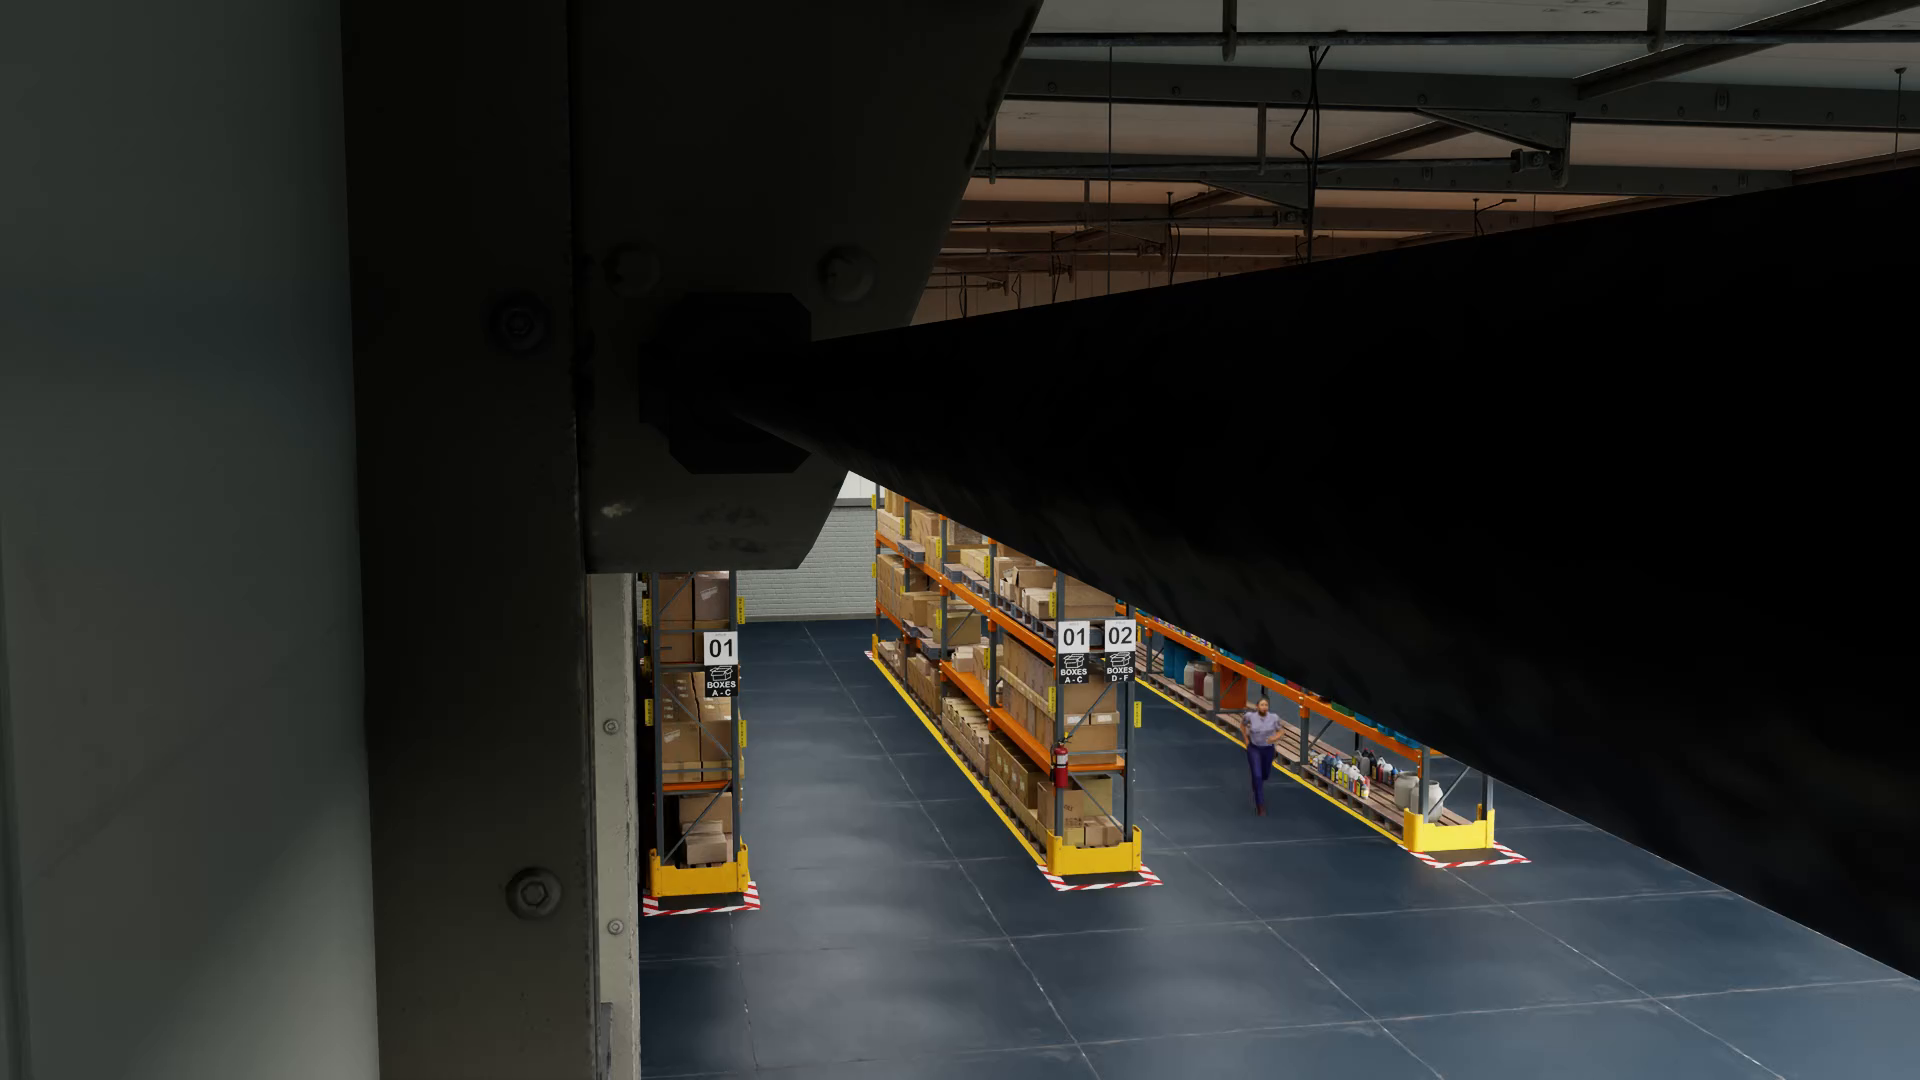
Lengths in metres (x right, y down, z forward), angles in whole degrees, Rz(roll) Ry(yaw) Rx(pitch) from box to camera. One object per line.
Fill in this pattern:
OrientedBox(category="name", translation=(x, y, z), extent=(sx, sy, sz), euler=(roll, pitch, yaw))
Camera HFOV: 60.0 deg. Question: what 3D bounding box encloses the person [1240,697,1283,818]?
OrientedBox(category="person", translation=(4.352, 3.082, 23.956), extent=(0.561, 1.692, 1.012), euler=(-1, 6, -8))
